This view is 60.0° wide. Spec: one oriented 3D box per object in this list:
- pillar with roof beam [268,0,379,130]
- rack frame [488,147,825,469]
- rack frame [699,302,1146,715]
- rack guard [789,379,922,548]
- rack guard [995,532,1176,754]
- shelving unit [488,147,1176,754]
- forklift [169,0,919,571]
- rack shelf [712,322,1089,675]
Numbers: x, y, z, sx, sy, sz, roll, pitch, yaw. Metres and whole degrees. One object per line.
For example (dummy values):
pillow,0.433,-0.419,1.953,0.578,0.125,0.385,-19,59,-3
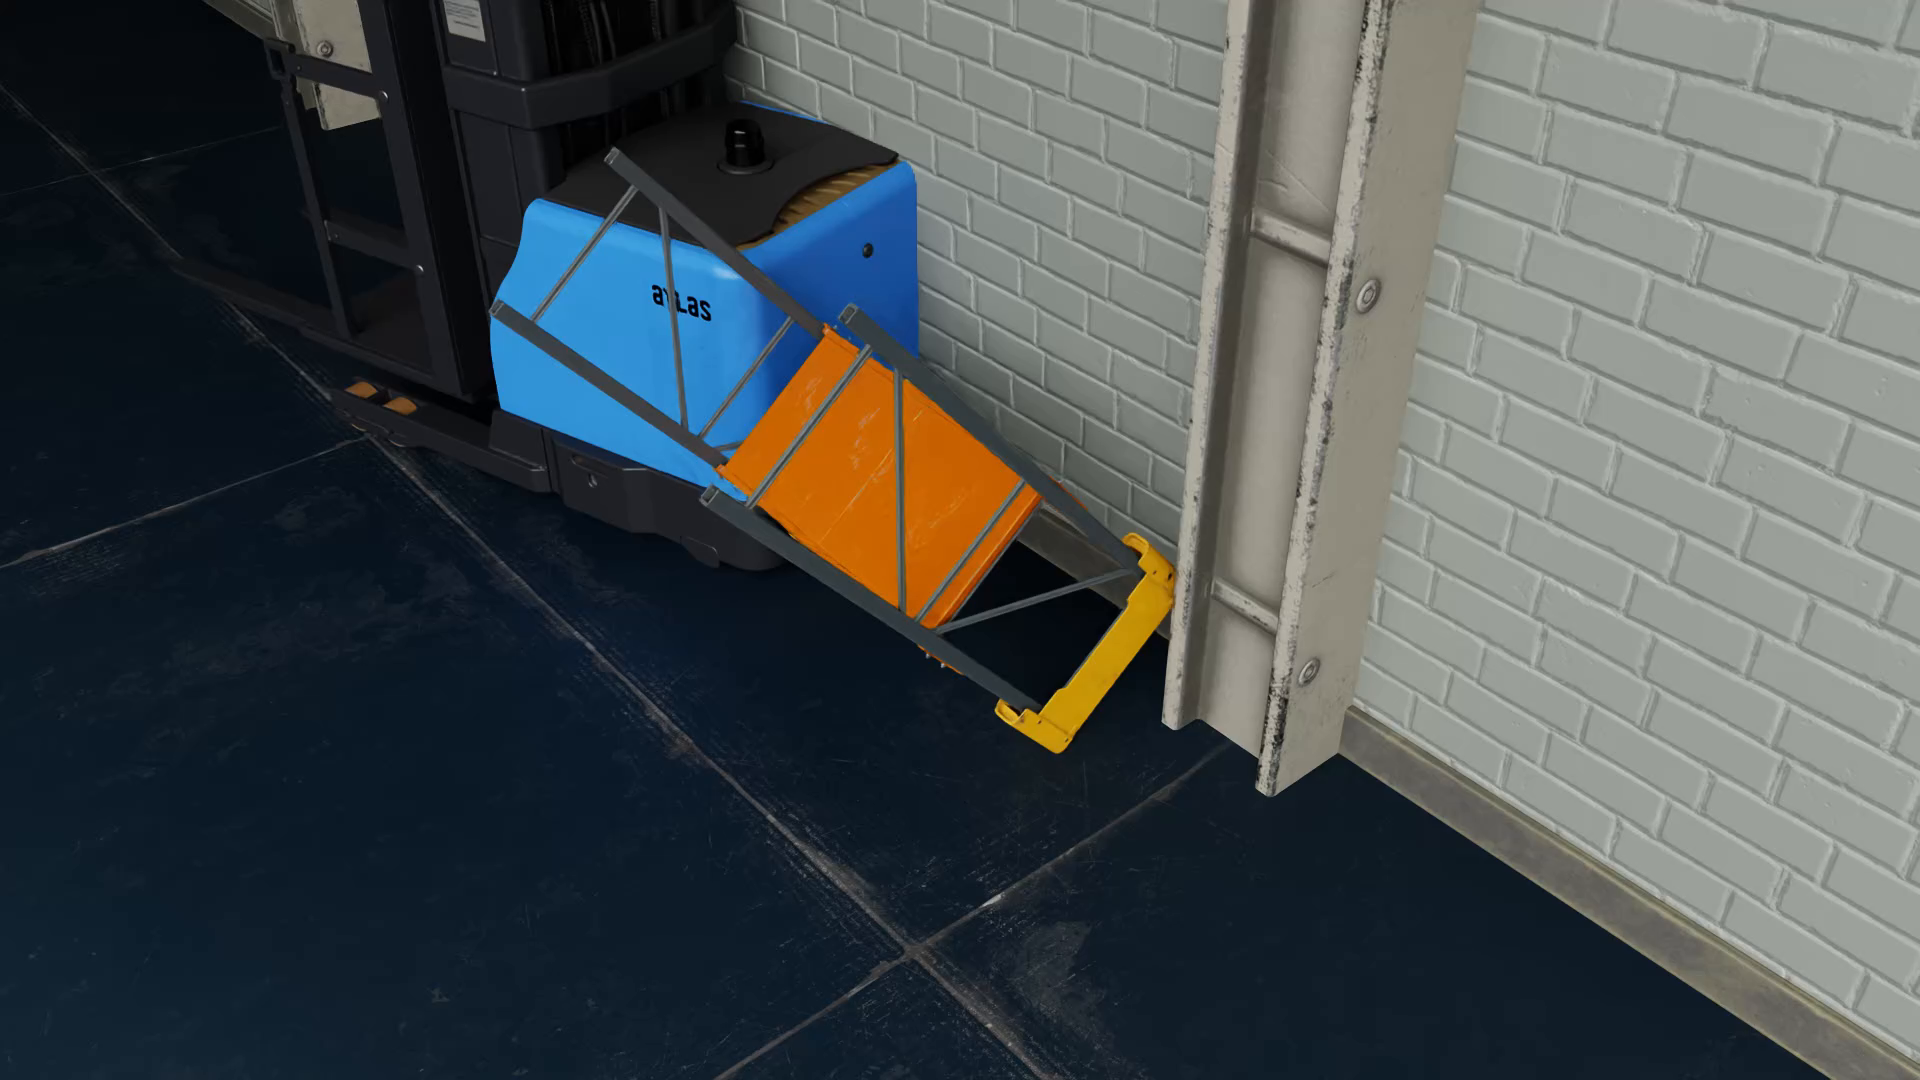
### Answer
pillar with roof beam,-6.368,-4.192,3.383,9.100,9.000,0.400,-26,43,-32
rack frame,-0.583,-0.440,4.549,0.500,1.500,0.032,-53,49,0
rack frame,0.027,0.027,3.884,0.500,1.500,0.032,-53,49,0
rack guard,-0.247,-0.183,5.009,0.587,0.250,0.087,-53,49,0
rack guard,0.351,0.275,4.358,0.587,0.250,0.087,-53,49,0
shelving unit,-0.273,-0.203,4.211,0.587,1.500,1.083,-53,49,0
forklift,-1.569,-1.750,5.185,3.031,2.935,1.130,20,40,26
rack shelf,-0.185,-0.135,4.353,0.538,0.185,1.000,-53,49,0
